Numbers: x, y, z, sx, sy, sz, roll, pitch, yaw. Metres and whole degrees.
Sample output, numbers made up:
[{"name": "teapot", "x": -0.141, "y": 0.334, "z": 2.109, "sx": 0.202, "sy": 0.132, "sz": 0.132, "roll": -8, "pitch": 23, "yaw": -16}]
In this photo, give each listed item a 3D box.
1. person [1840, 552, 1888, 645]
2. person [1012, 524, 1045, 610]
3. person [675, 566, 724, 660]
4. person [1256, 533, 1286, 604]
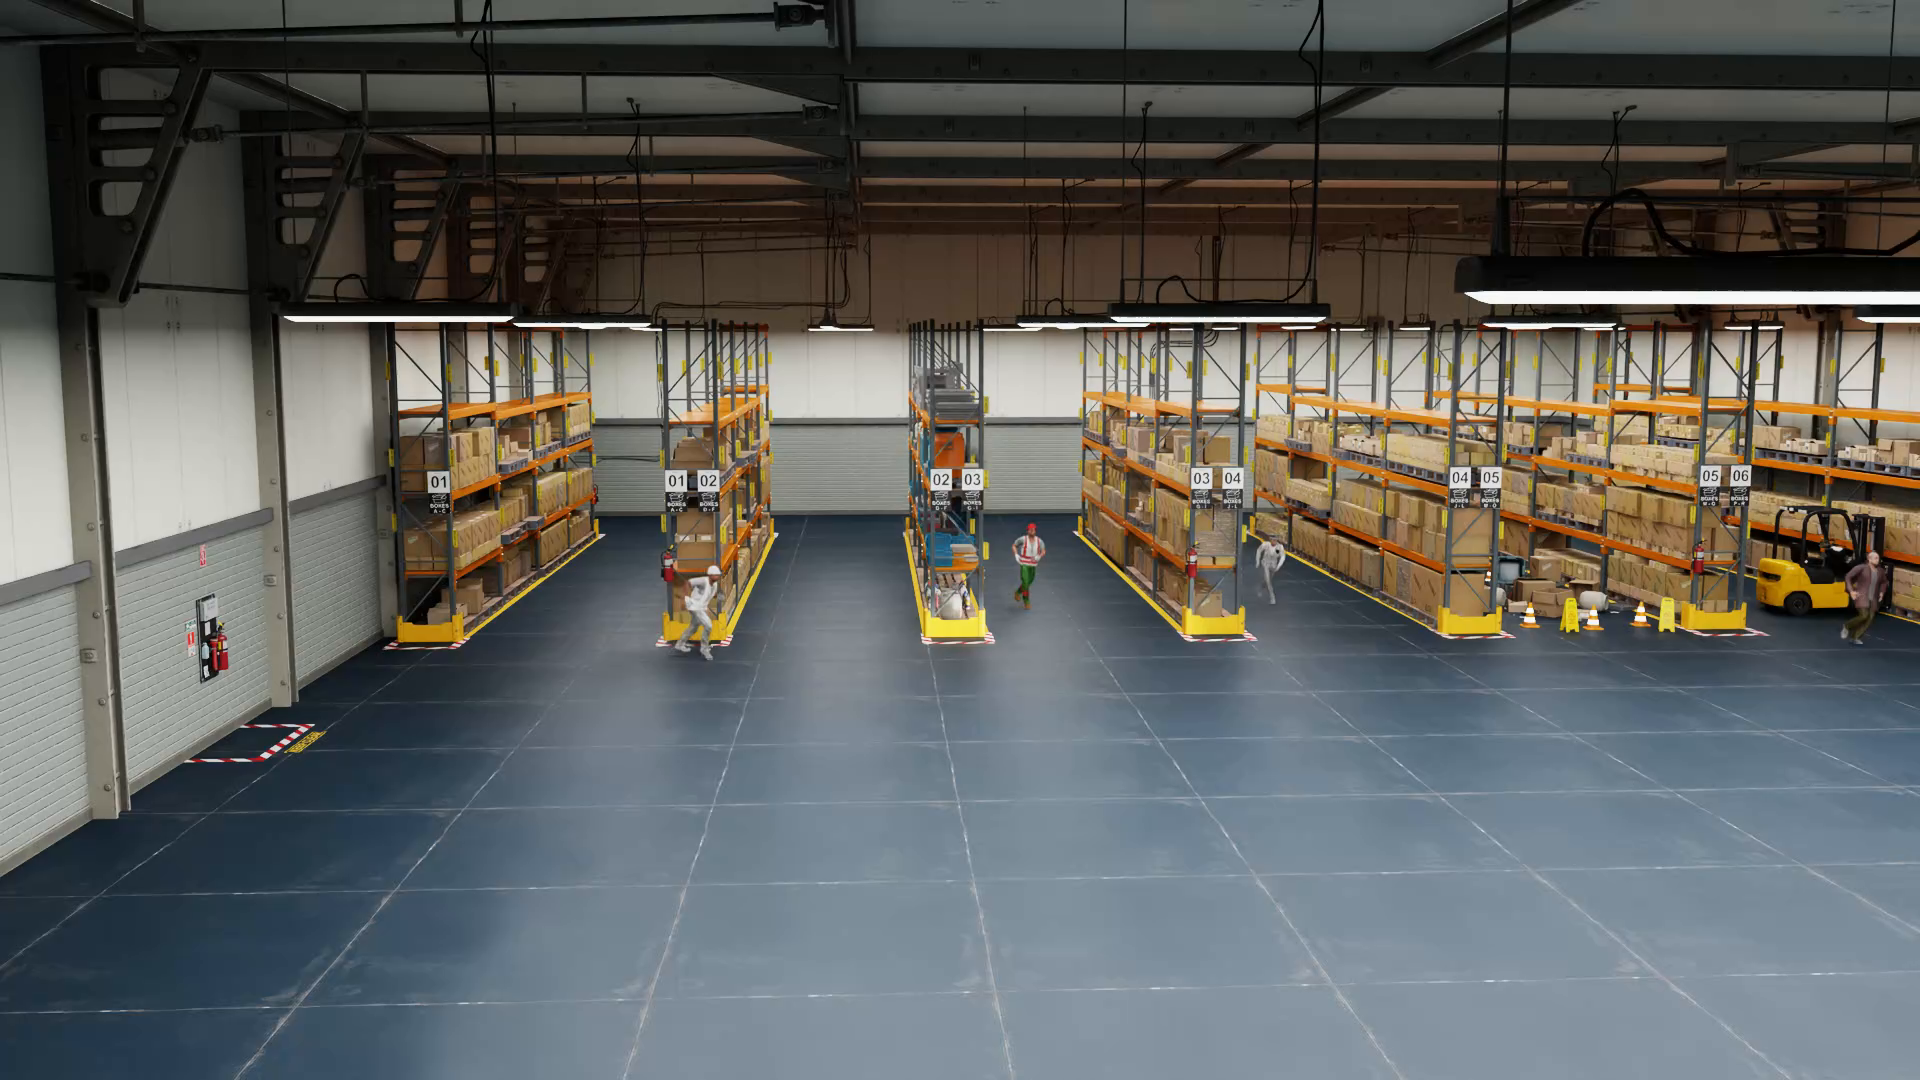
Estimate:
[{"name": "person", "x": 16.832, "y": 1.074, "z": 30.853, "sx": 0.749, "sy": 1.705, "sz": 0.577, "roll": -1, "pitch": 7, "yaw": -11}, {"name": "person", "x": 1.457, "y": 0.534, "z": 35.055, "sx": 0.688, "sy": 1.785, "sz": 0.938, "roll": -3, "pitch": 8, "yaw": -20}, {"name": "person", "x": -4.662, "y": 1.288, "z": 29.475, "sx": 1.013, "sy": 1.719, "sz": 0.735, "roll": 3, "pitch": 8, "yaw": 25}, {"name": "person", "x": 6.622, "y": 0.566, "z": 35.652, "sx": 0.611, "sy": 1.515, "sz": 1.029, "roll": 0, "pitch": 7, "yaw": -3}]
